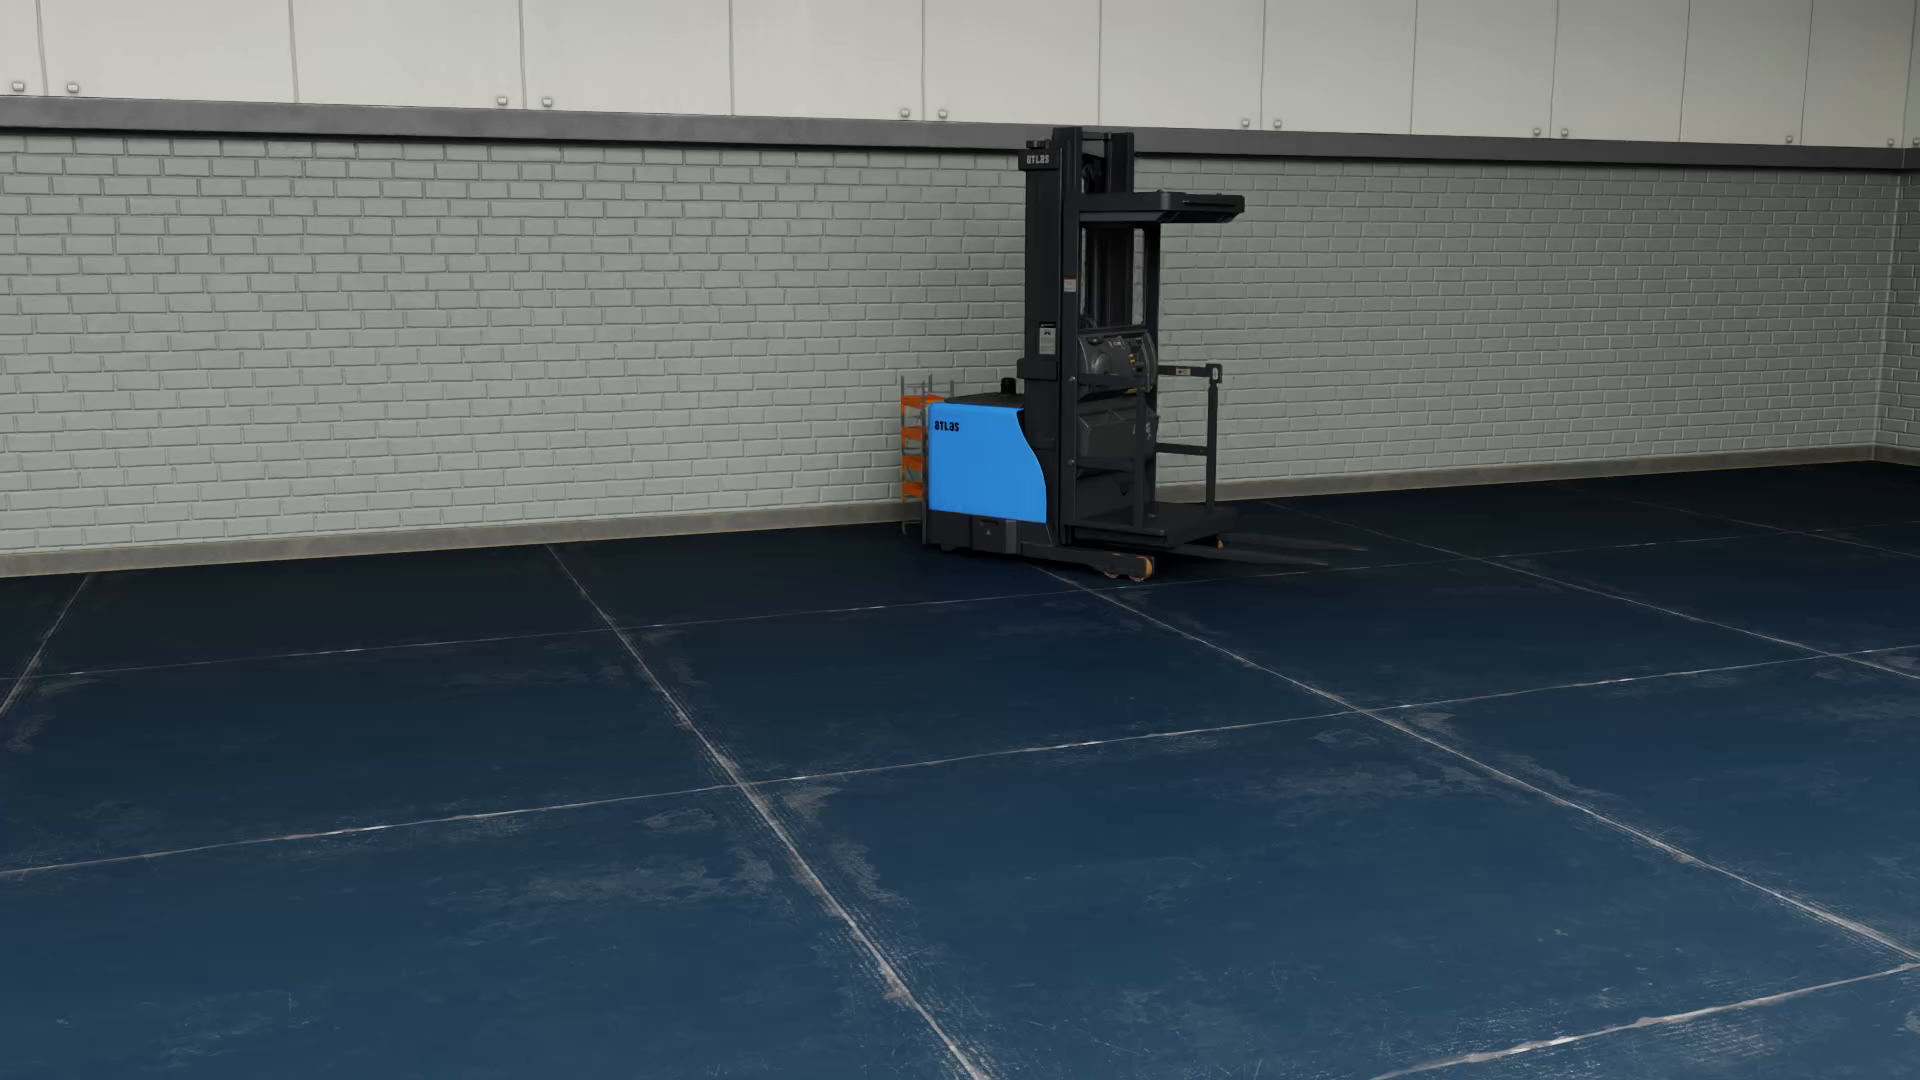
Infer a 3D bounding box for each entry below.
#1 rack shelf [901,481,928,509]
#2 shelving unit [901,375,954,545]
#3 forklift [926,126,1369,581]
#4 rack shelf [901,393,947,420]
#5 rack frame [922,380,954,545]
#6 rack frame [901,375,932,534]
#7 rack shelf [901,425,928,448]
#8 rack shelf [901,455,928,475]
[{"bbox_3d":[-0.244,-0.343,12.439,0.258,0.148,0.480,-4,11,-20],"label":"rack shelf"},{"bbox_3d":[-0.244,-0.604,12.392,0.258,1.200,0.503,-4,11,-20],"label":"shelving unit"},{"bbox_3d":[1.246,-1.276,11.227,3.031,2.935,1.130,7,12,36],"label":"forklift"},{"bbox_3d":[-0.244,-0.991,12.323,0.258,0.148,0.480,-4,11,-20],"label":"rack shelf"},{"bbox_3d":[-0.160,-0.564,12.166,0.240,1.200,0.015,-4,11,-20],"label":"rack frame"},{"bbox_3d":[-0.328,-0.645,12.618,0.240,1.200,0.015,-4,11,-20],"label":"rack frame"},{"bbox_3d":[-0.244,-0.758,12.365,0.258,0.148,0.480,-4,11,-20],"label":"rack shelf"},{"bbox_3d":[-0.244,-0.538,12.404,0.258,0.148,0.480,-4,11,-20],"label":"rack shelf"}]
